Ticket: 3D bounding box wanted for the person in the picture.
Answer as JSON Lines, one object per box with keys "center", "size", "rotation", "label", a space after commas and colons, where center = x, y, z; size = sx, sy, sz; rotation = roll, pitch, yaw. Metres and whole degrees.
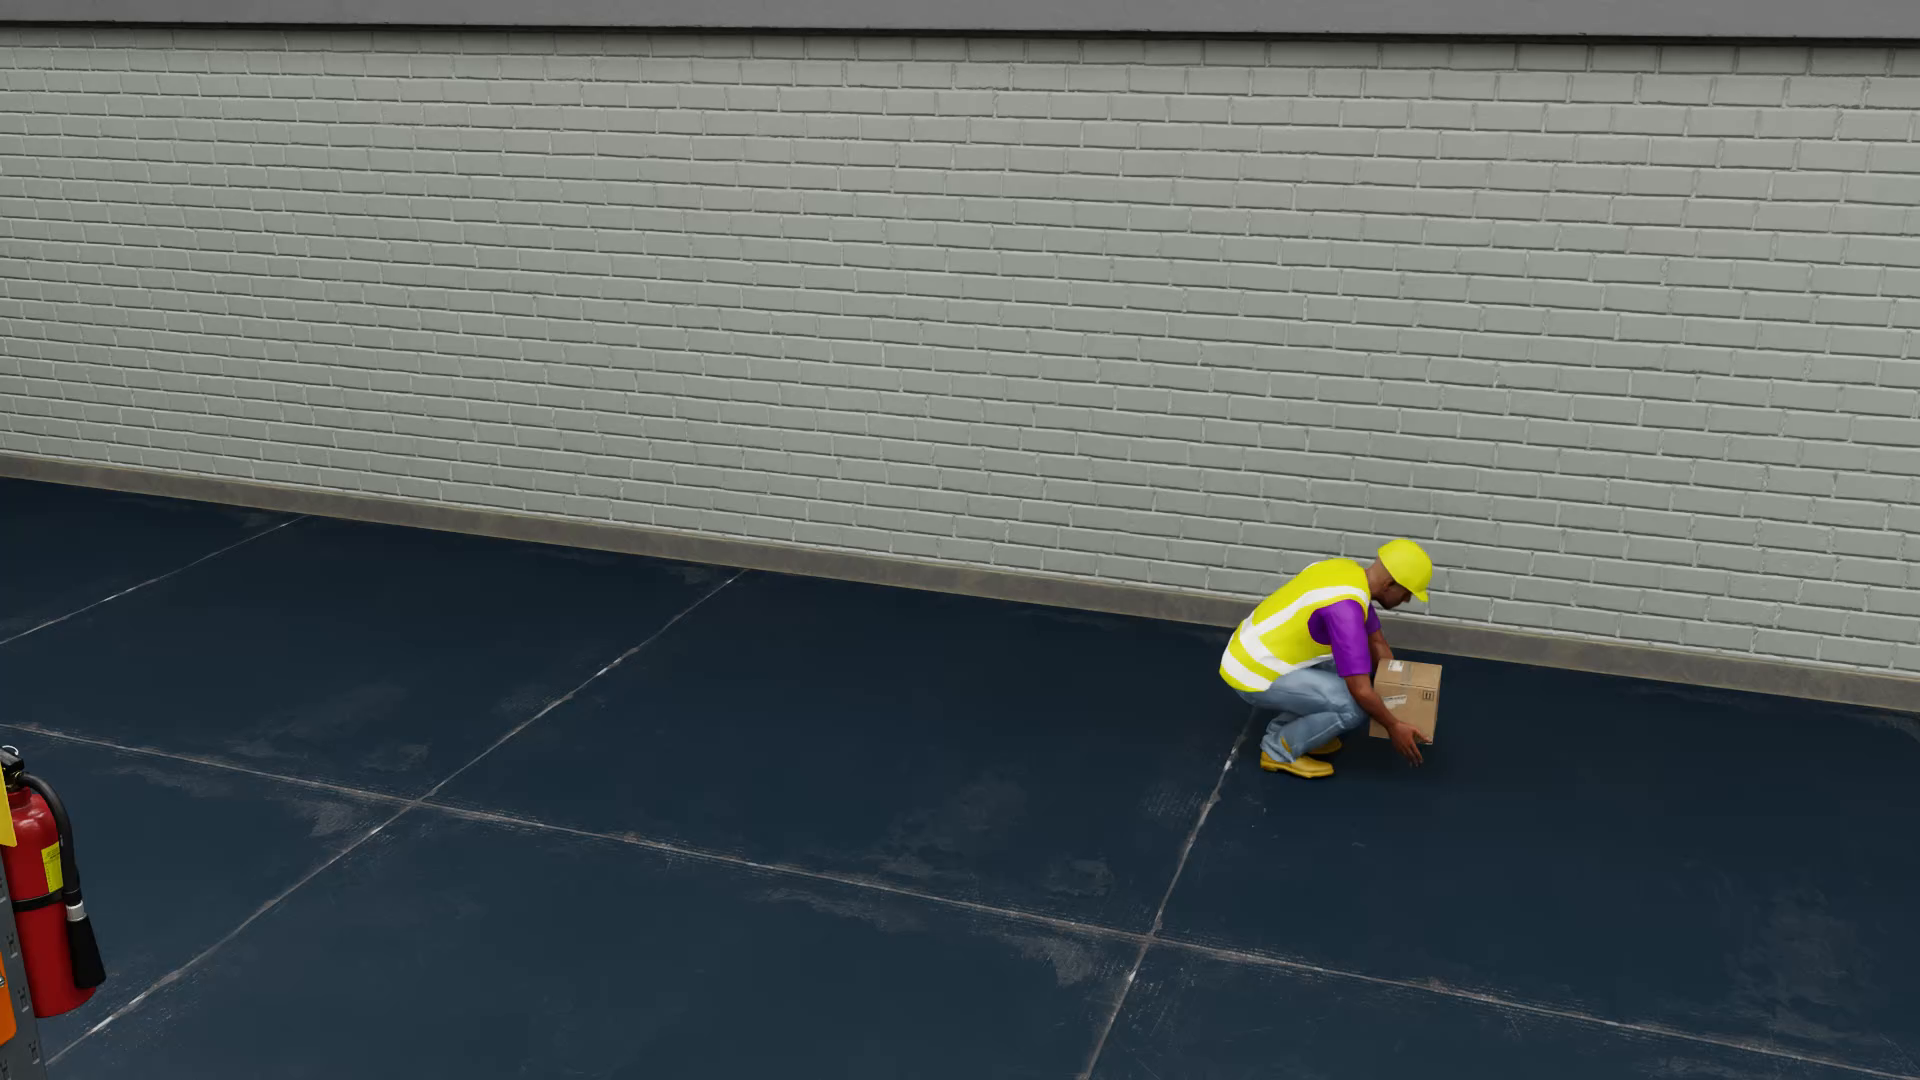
{"center": [1.527, 0.461, 6.864], "size": [0.870, 1.003, 0.582], "rotation": [6, 19, 18], "label": "person"}
